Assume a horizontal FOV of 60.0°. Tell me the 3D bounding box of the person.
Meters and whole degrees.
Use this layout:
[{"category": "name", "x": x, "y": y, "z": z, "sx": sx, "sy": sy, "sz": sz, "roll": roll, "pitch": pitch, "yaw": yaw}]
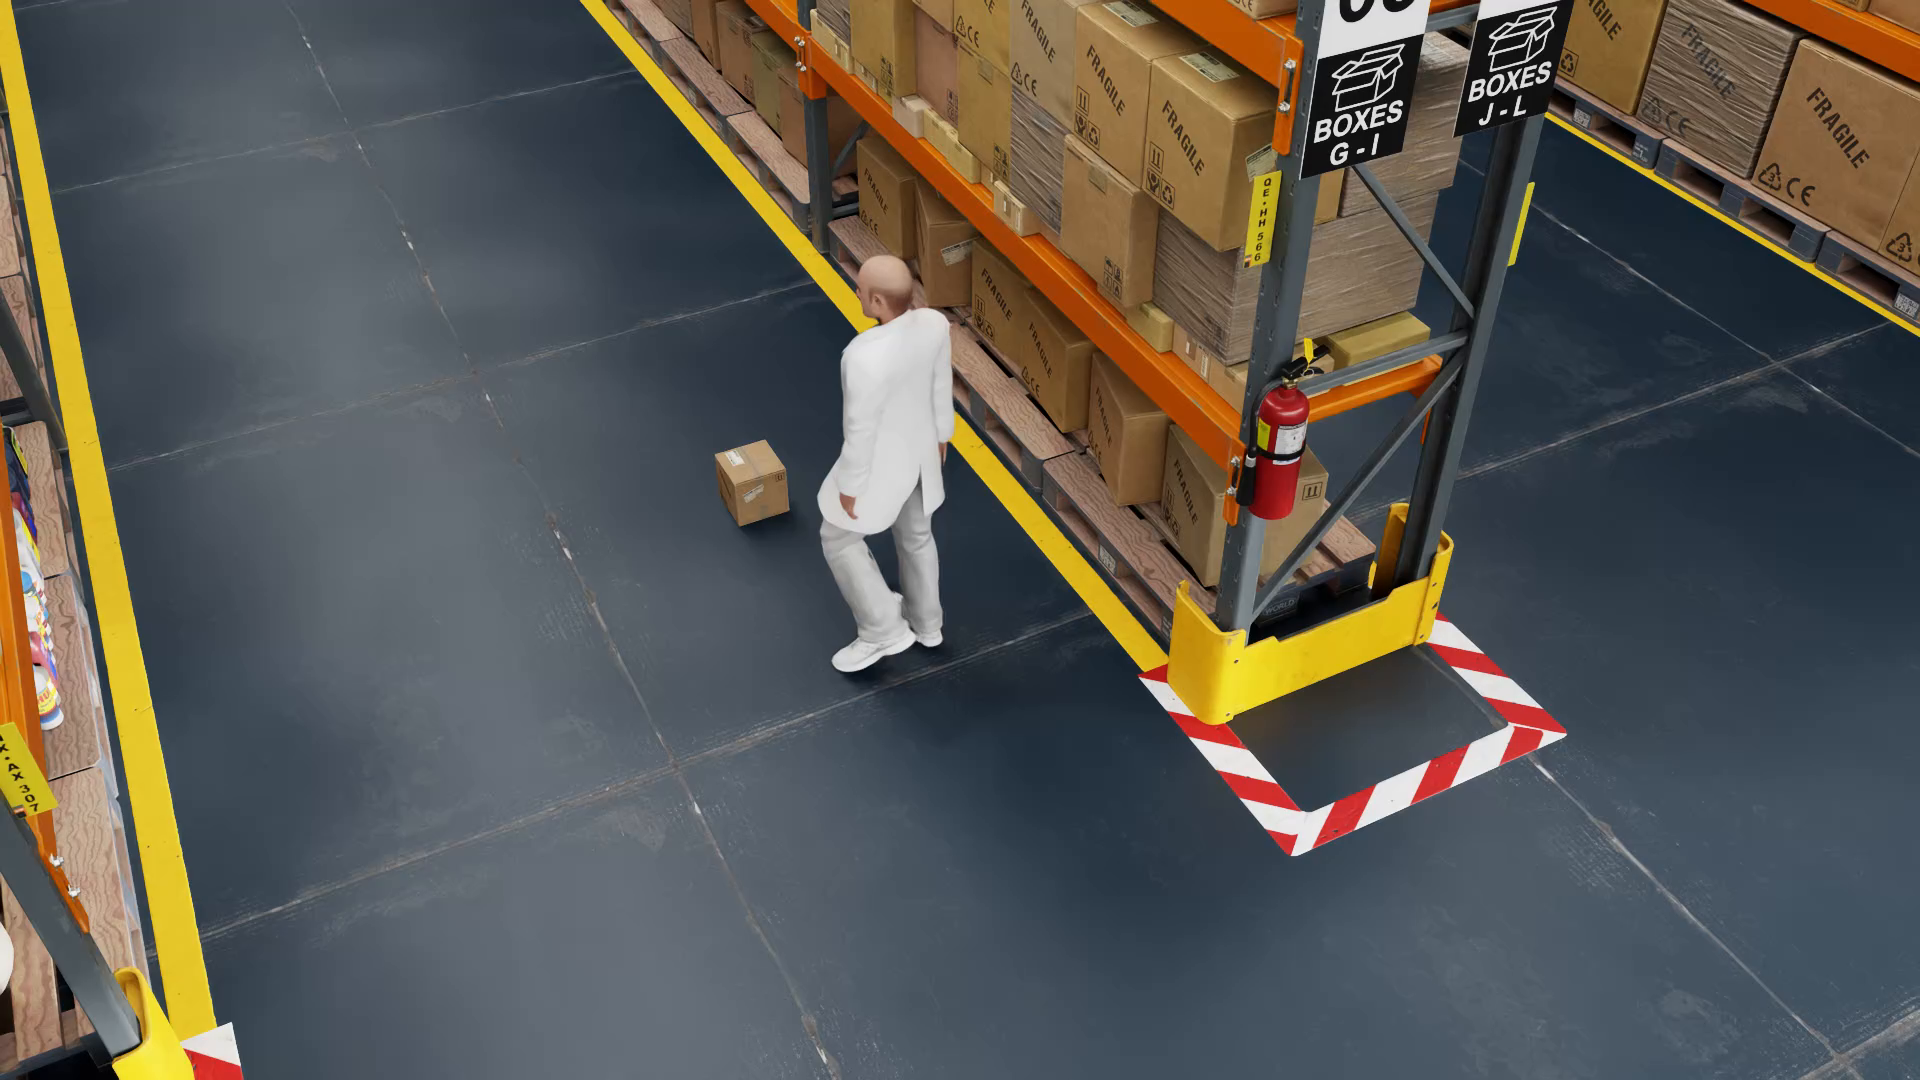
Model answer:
[{"category": "person", "x": -0.283, "y": -0.300, "z": 6.496, "sx": 0.467, "sy": 1.781, "sz": 0.680, "roll": 28, "pitch": 48, "yaw": 28}]
